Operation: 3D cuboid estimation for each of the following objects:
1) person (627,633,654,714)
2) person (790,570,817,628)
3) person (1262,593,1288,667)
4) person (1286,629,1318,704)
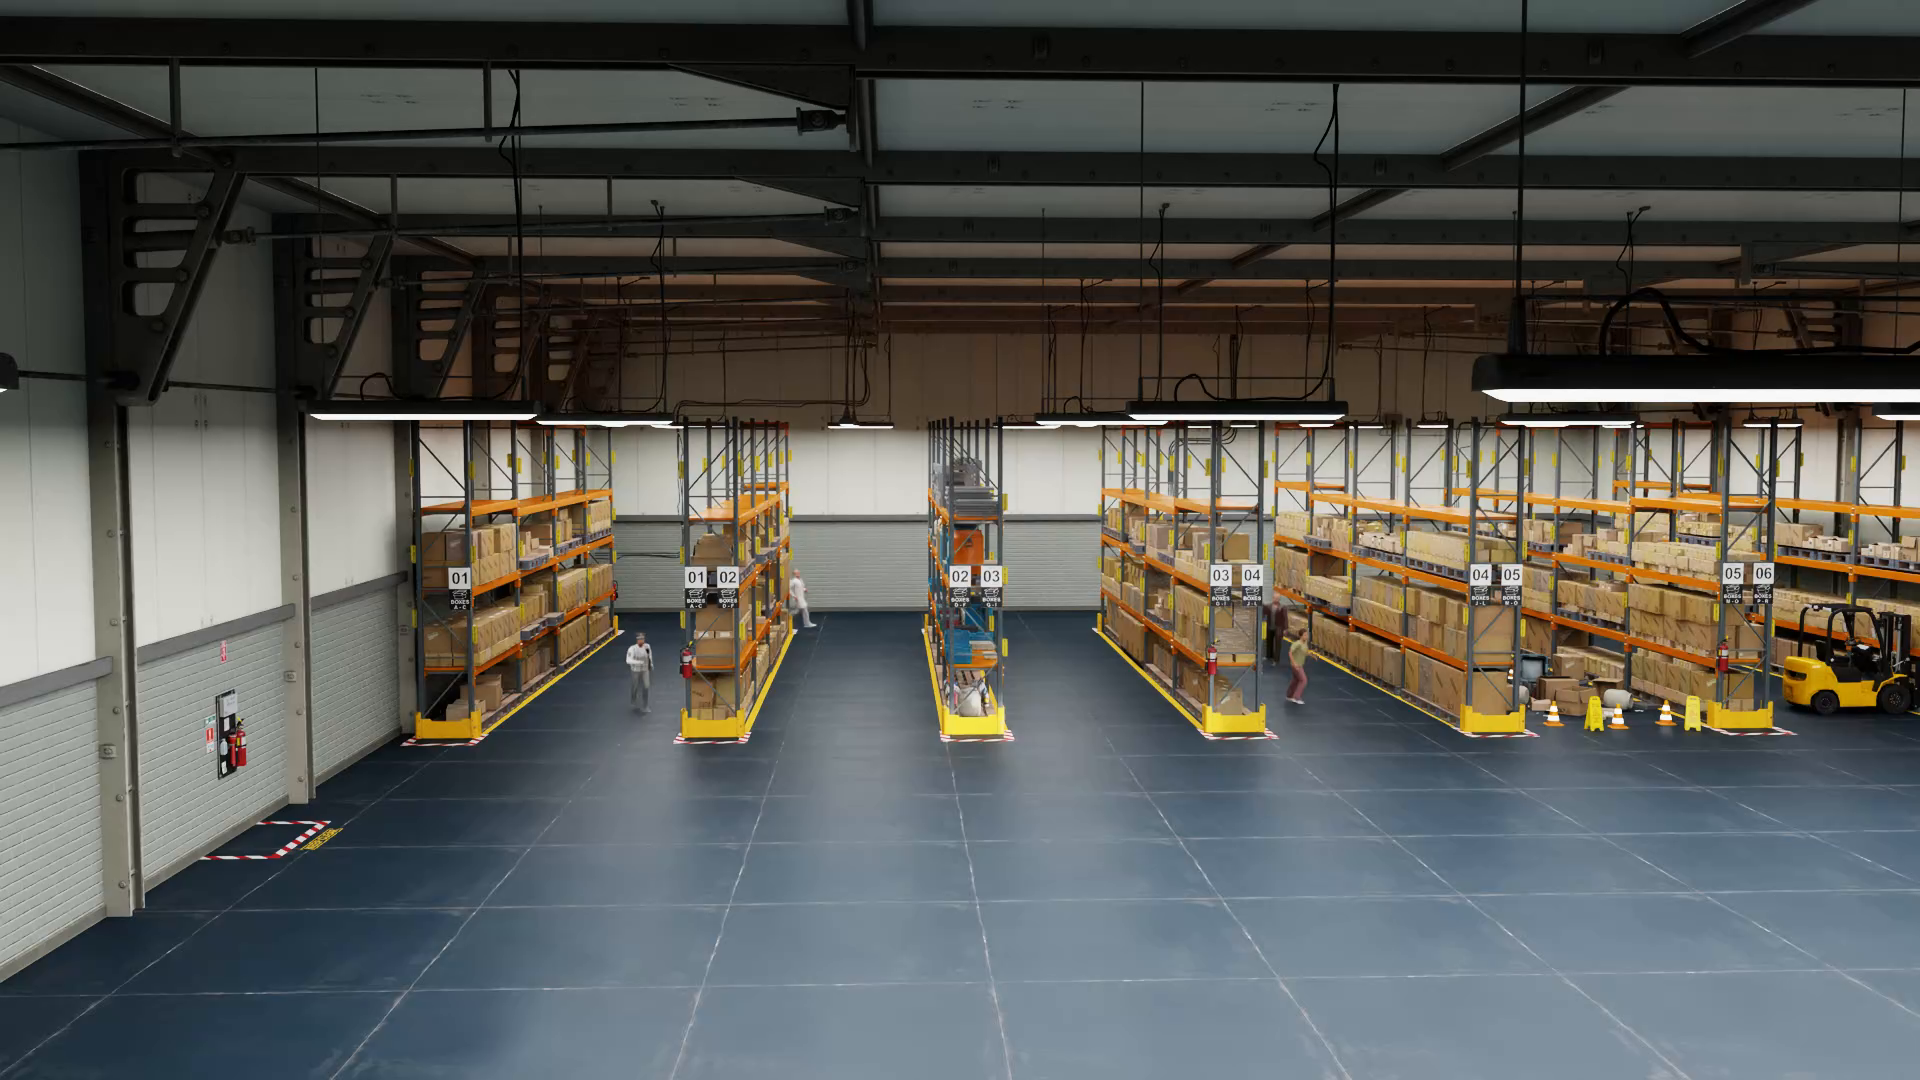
[{"bbox_3d":[-6.535,2.689,33.934,0.600,1.664,0.944,-2,4,-22],"label":"person"},{"bbox_3d":[-4.699,1.714,48.381,0.976,1.726,0.753,0,4,7],"label":"person"},{"bbox_3d":[7.685,2.185,40.853,0.758,1.775,0.831,2,4,28],"label":"person"},{"bbox_3d":[7.167,2.654,35.087,0.736,1.607,0.632,2,4,32],"label":"person"}]
